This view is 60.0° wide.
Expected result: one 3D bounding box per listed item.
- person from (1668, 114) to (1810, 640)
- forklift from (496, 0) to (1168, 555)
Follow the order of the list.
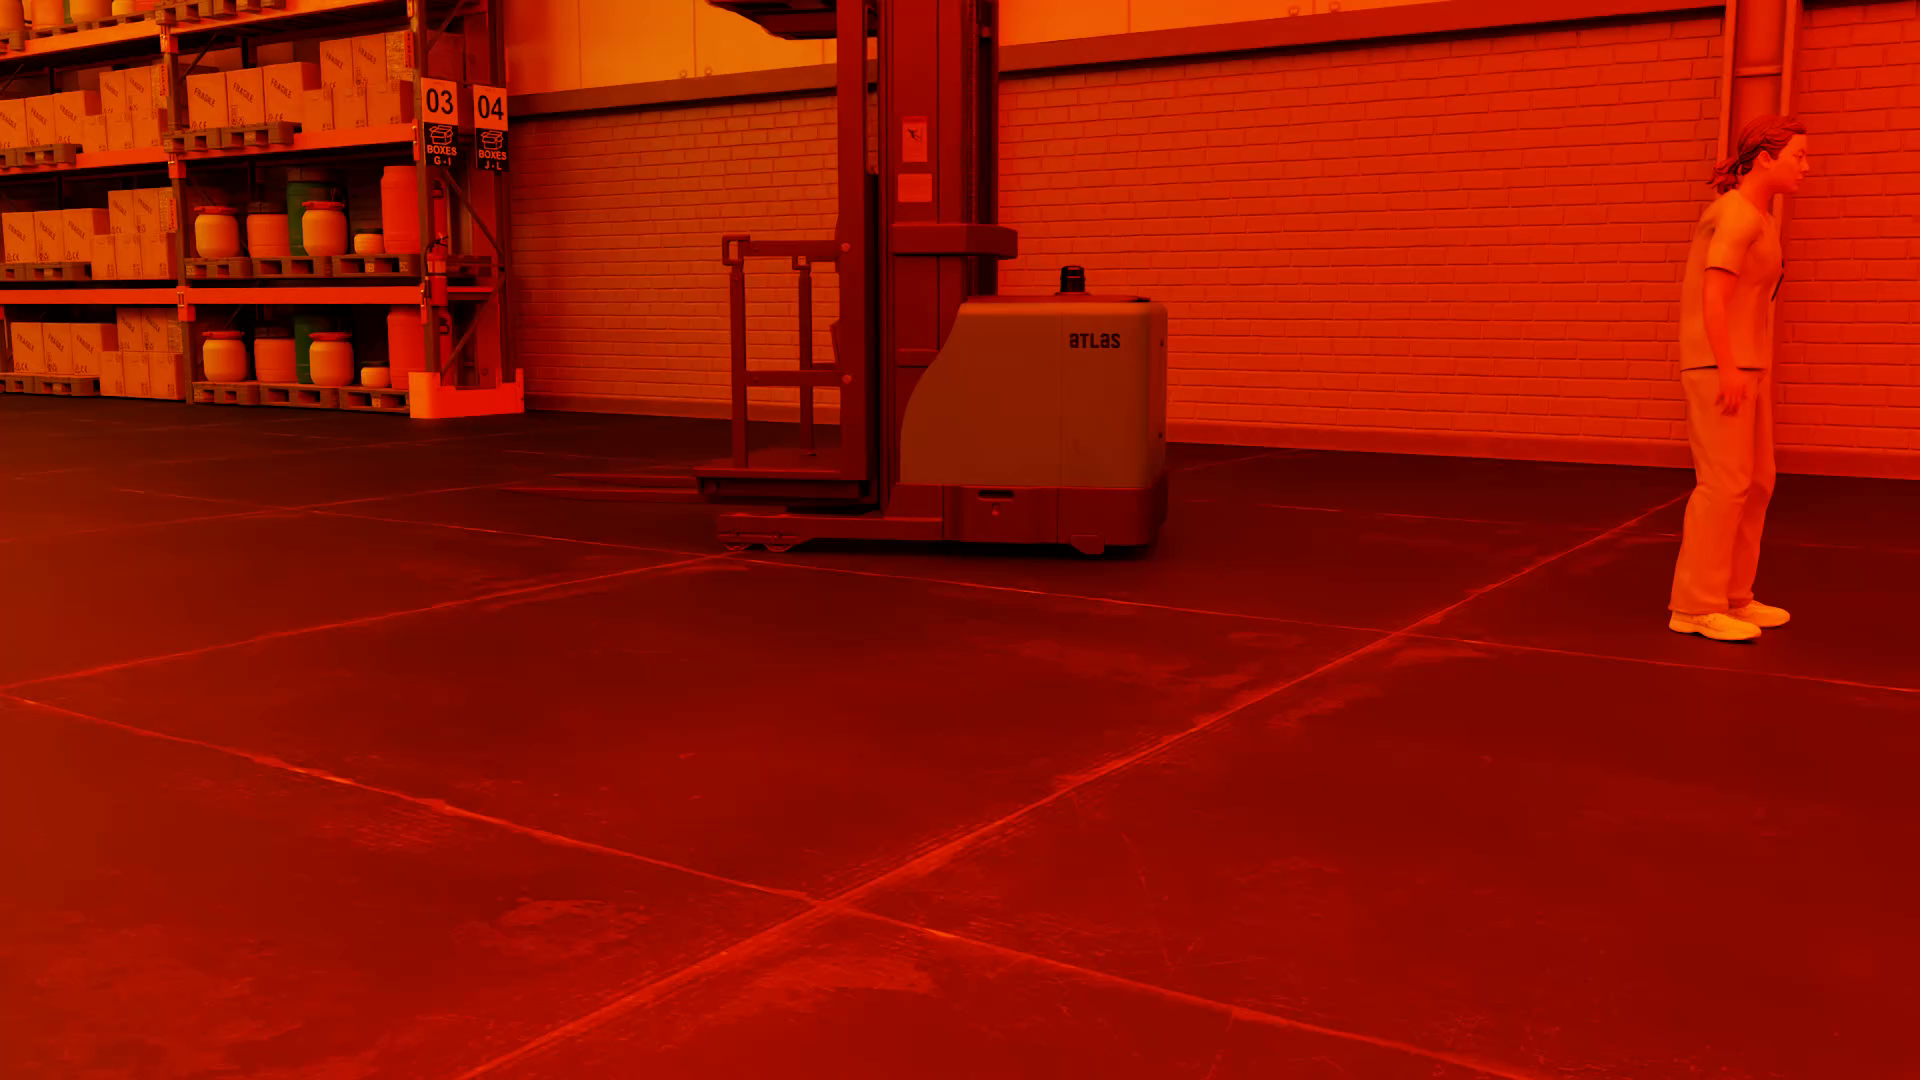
[{"bbox_3d":[2.540,-0.535,5.429,0.365,1.671,0.508,6,10,37],"label":"person"},{"bbox_3d":[-0.596,-1.469,7.520,3.031,2.935,1.130,2,8,12],"label":"forklift"}]
